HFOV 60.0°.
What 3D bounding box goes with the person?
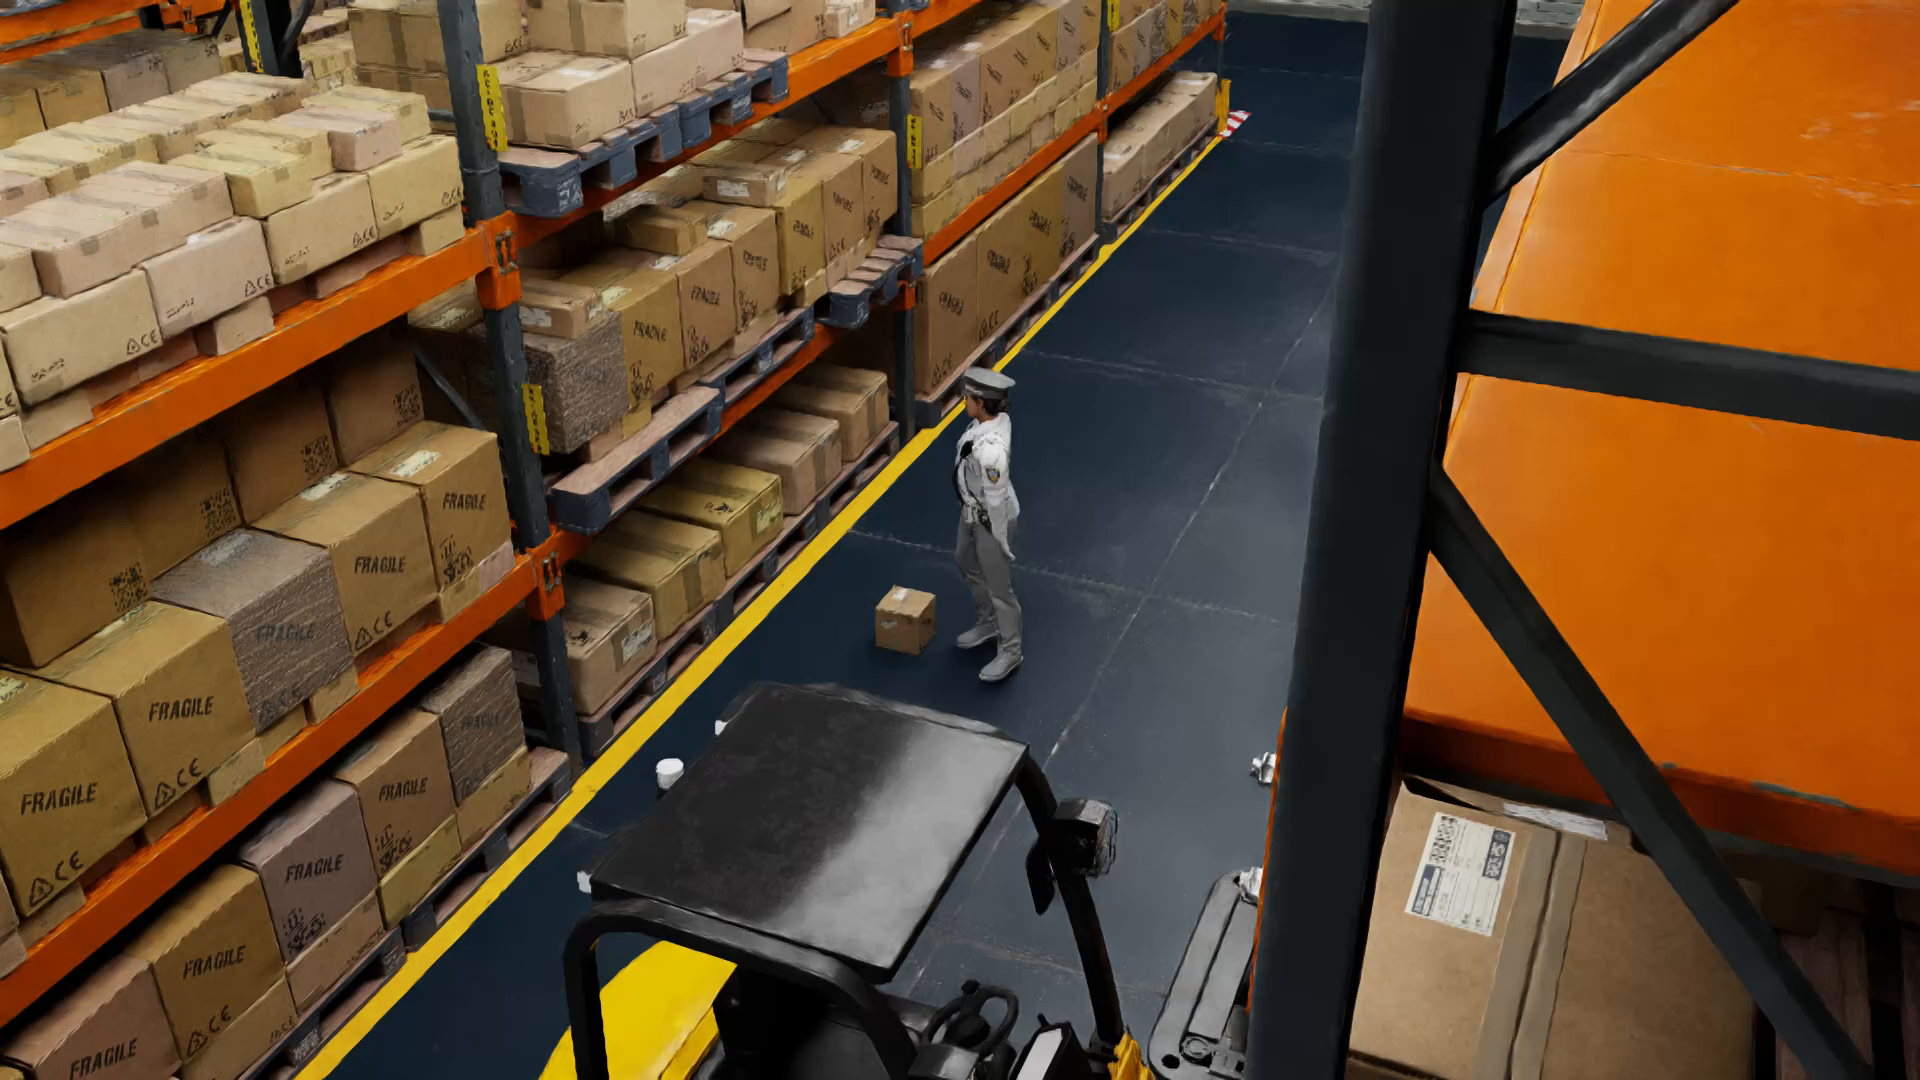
[{"bbox_3d":[0.138,-0.107,8.538,0.377,1.695,0.553,-2,30,-4],"label":"person"}]
